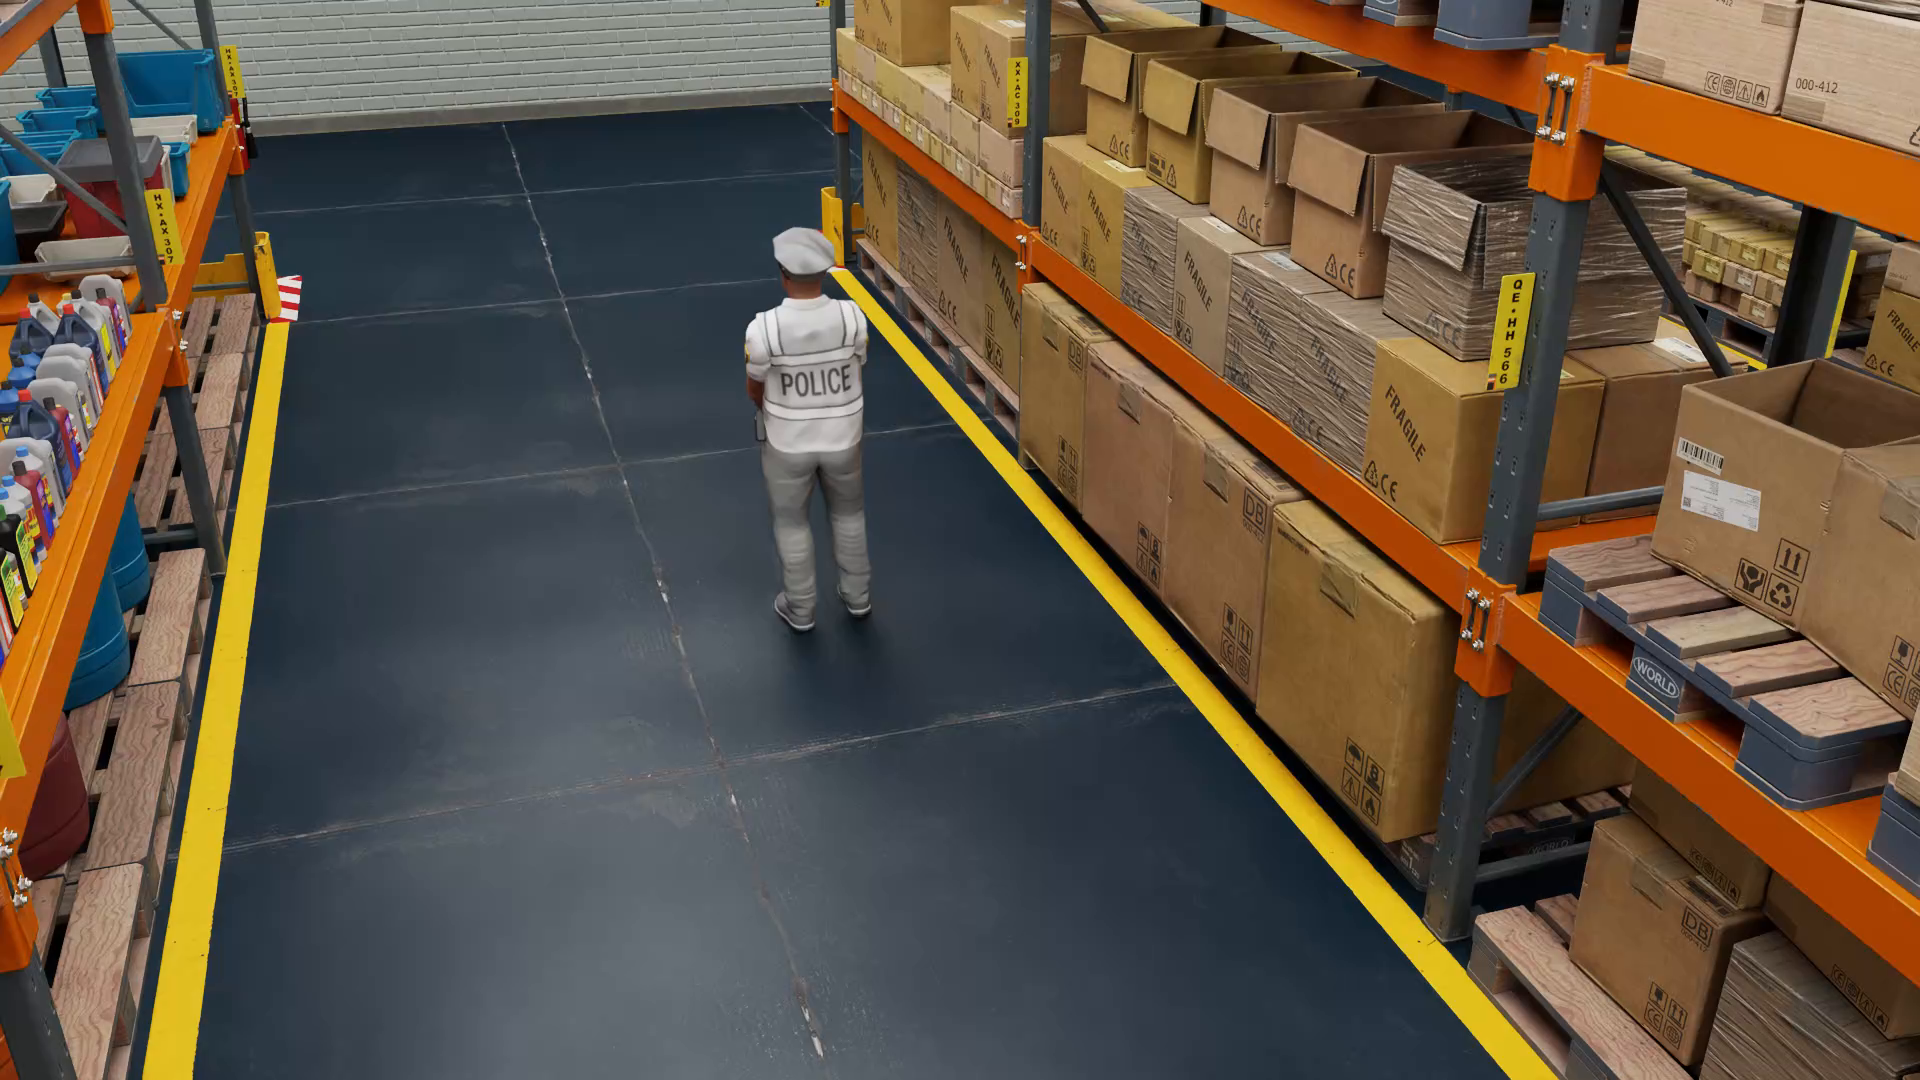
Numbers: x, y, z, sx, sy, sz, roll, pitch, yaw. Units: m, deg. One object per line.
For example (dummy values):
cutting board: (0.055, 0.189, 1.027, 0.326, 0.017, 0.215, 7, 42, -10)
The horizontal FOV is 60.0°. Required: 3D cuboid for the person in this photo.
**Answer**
person: (-0.639, -0.467, 7.015, 0.537, 1.786, 0.538, -8, 27, -16)
